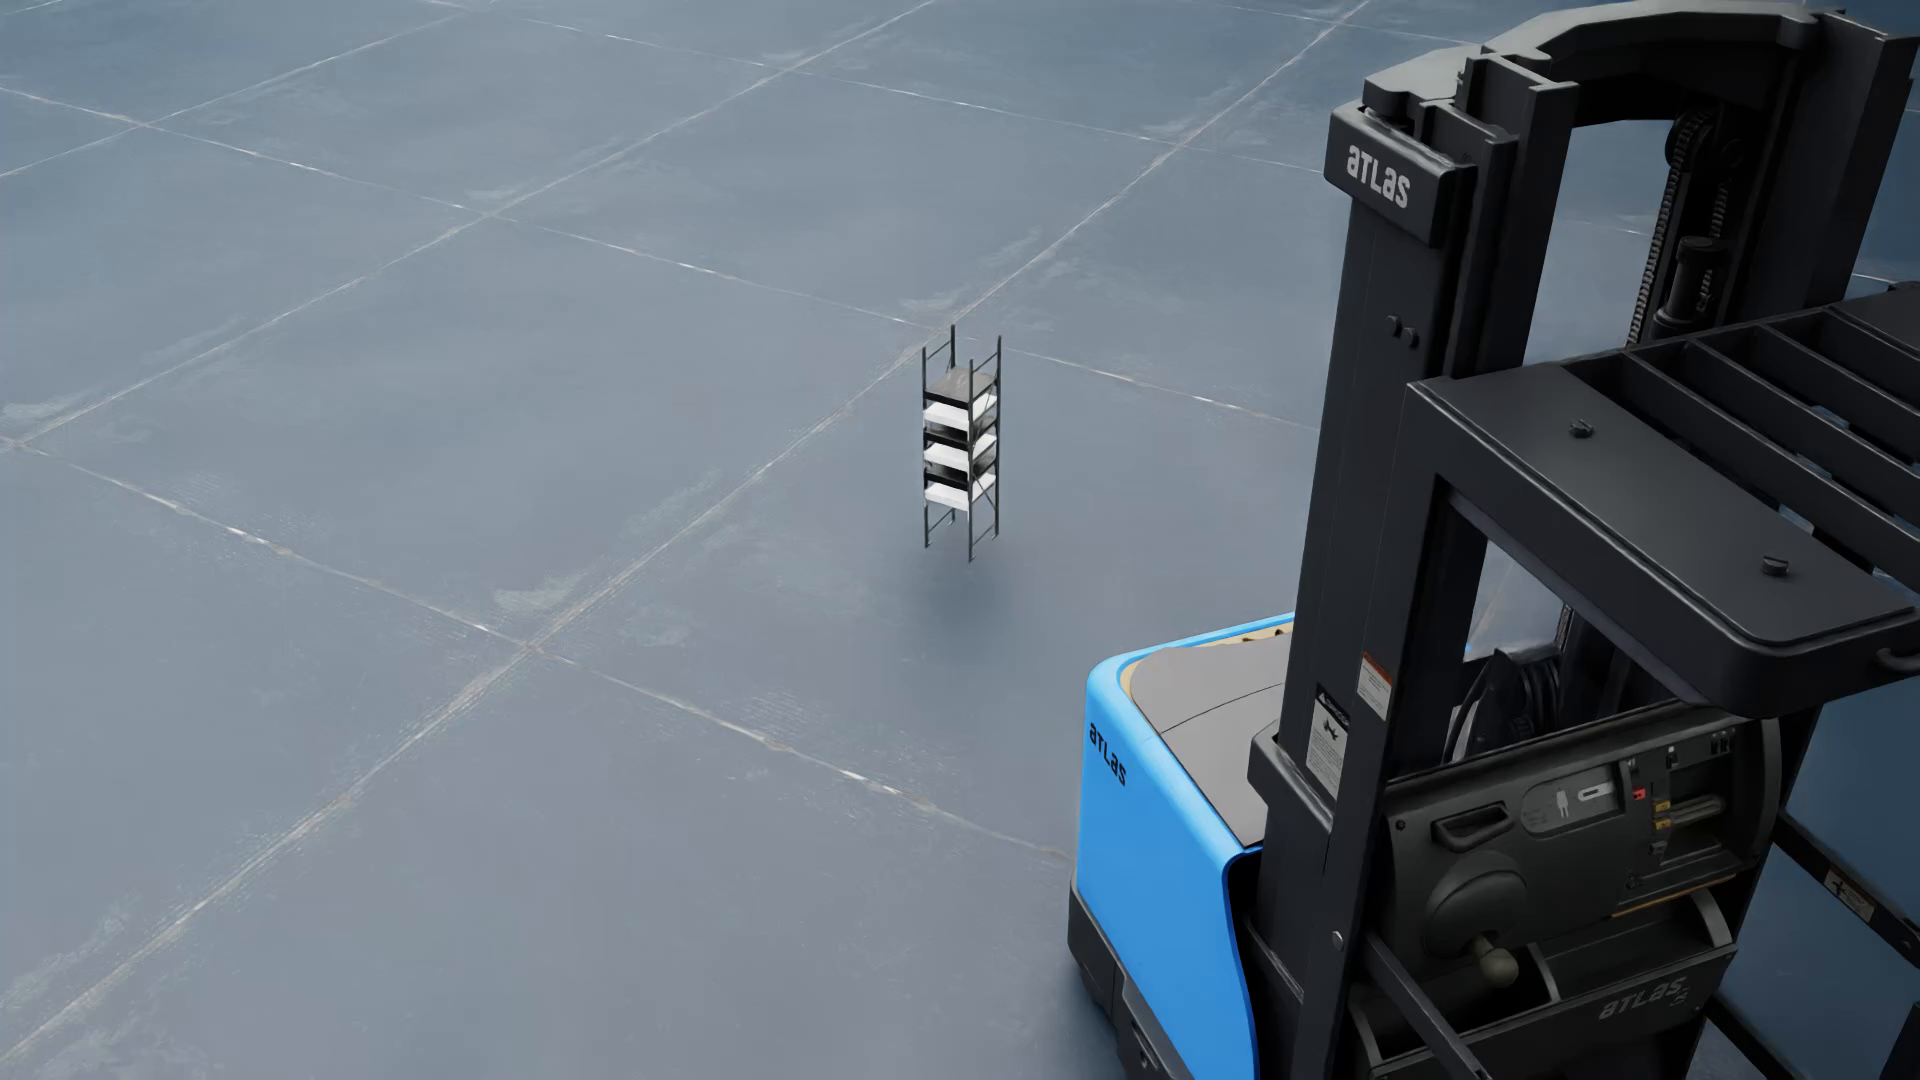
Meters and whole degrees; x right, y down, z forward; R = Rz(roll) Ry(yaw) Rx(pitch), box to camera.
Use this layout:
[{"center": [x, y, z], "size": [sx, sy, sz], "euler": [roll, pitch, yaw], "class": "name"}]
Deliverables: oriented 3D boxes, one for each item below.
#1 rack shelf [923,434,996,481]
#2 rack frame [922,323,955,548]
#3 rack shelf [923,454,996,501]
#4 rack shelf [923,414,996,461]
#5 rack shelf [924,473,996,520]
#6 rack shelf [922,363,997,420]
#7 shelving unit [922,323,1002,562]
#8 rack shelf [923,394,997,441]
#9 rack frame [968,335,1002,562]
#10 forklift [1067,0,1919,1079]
[{"center": [0.007, -0.345, 6.516], "size": [0.200, 0.077, 0.258], "euler": [18, 37, 24], "class": "rack shelf"}, {"center": [-0.081, -0.400, 6.539], "size": [0.006, 0.900, 0.240], "euler": [18, 37, 24], "class": "rack frame"}, {"center": [0.007, -0.270, 6.566], "size": [0.200, 0.077, 0.258], "euler": [18, 37, 24], "class": "rack shelf"}, {"center": [0.007, -0.419, 6.466], "size": [0.200, 0.077, 0.258], "euler": [18, 37, 24], "class": "rack shelf"}, {"center": [0.007, -0.195, 6.615], "size": [0.200, 0.077, 0.258], "euler": [18, 37, 24], "class": "rack shelf"}, {"center": [0.007, -0.569, 6.366], "size": [0.200, 0.077, 0.258], "euler": [18, 37, 24], "class": "rack shelf"}, {"center": [0.007, -0.372, 6.497], "size": [0.210, 0.900, 0.258], "euler": [18, 37, 24], "class": "shelving unit"}, {"center": [0.007, -0.494, 6.416], "size": [0.200, 0.077, 0.258], "euler": [18, 37, 24], "class": "rack shelf"}, {"center": [0.095, -0.344, 6.455], "size": [0.006, 0.900, 0.240], "euler": [18, 37, 24], "class": "rack frame"}, {"center": [1.323, 0.654, 3.123], "size": [1.130, 2.935, 3.031], "euler": [-12, 36, -18], "class": "forklift"}]
